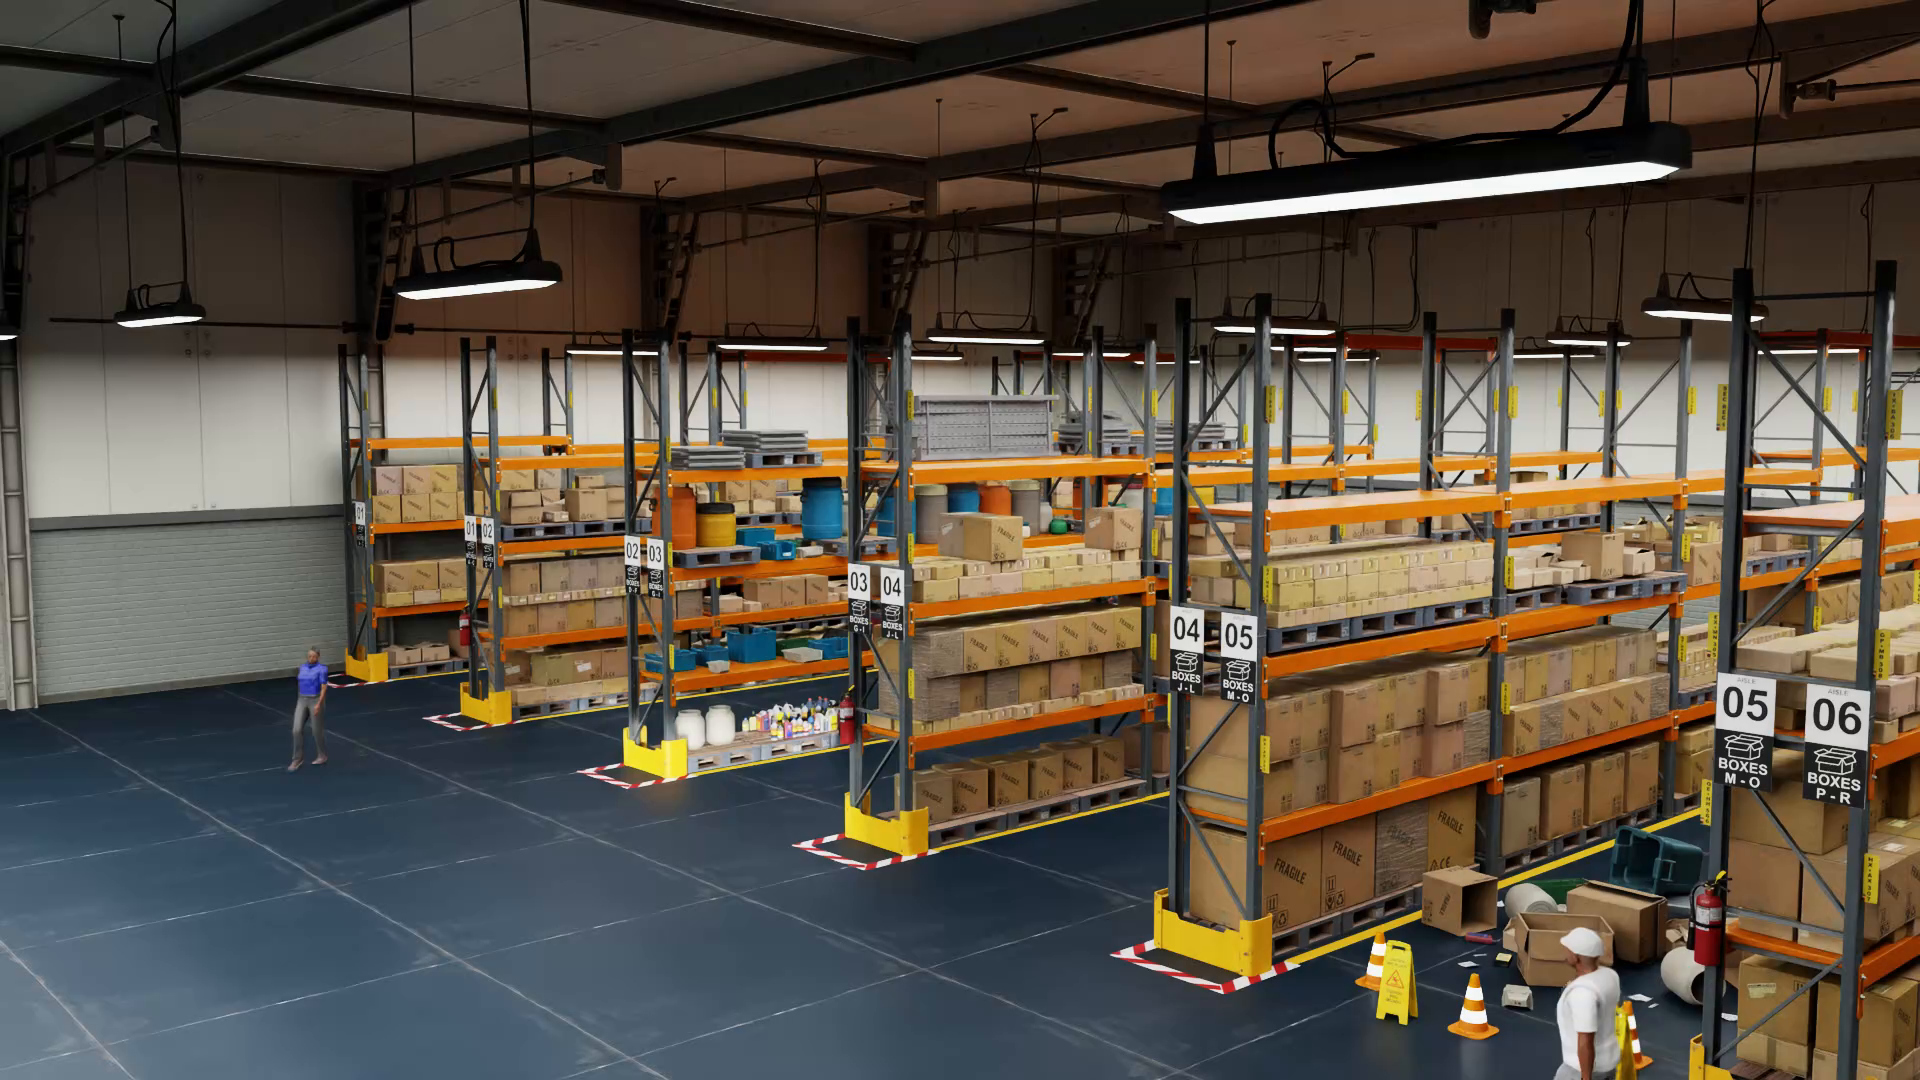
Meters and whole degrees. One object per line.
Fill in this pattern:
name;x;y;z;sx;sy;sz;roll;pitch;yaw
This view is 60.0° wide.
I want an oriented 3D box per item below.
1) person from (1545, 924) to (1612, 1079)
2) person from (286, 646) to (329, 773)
person;4.040;3.337;10.690;0.915;1.740;0.593;4;7;39
person;-8.953;2.318;22.824;0.470;1.650;0.666;0;5;3
